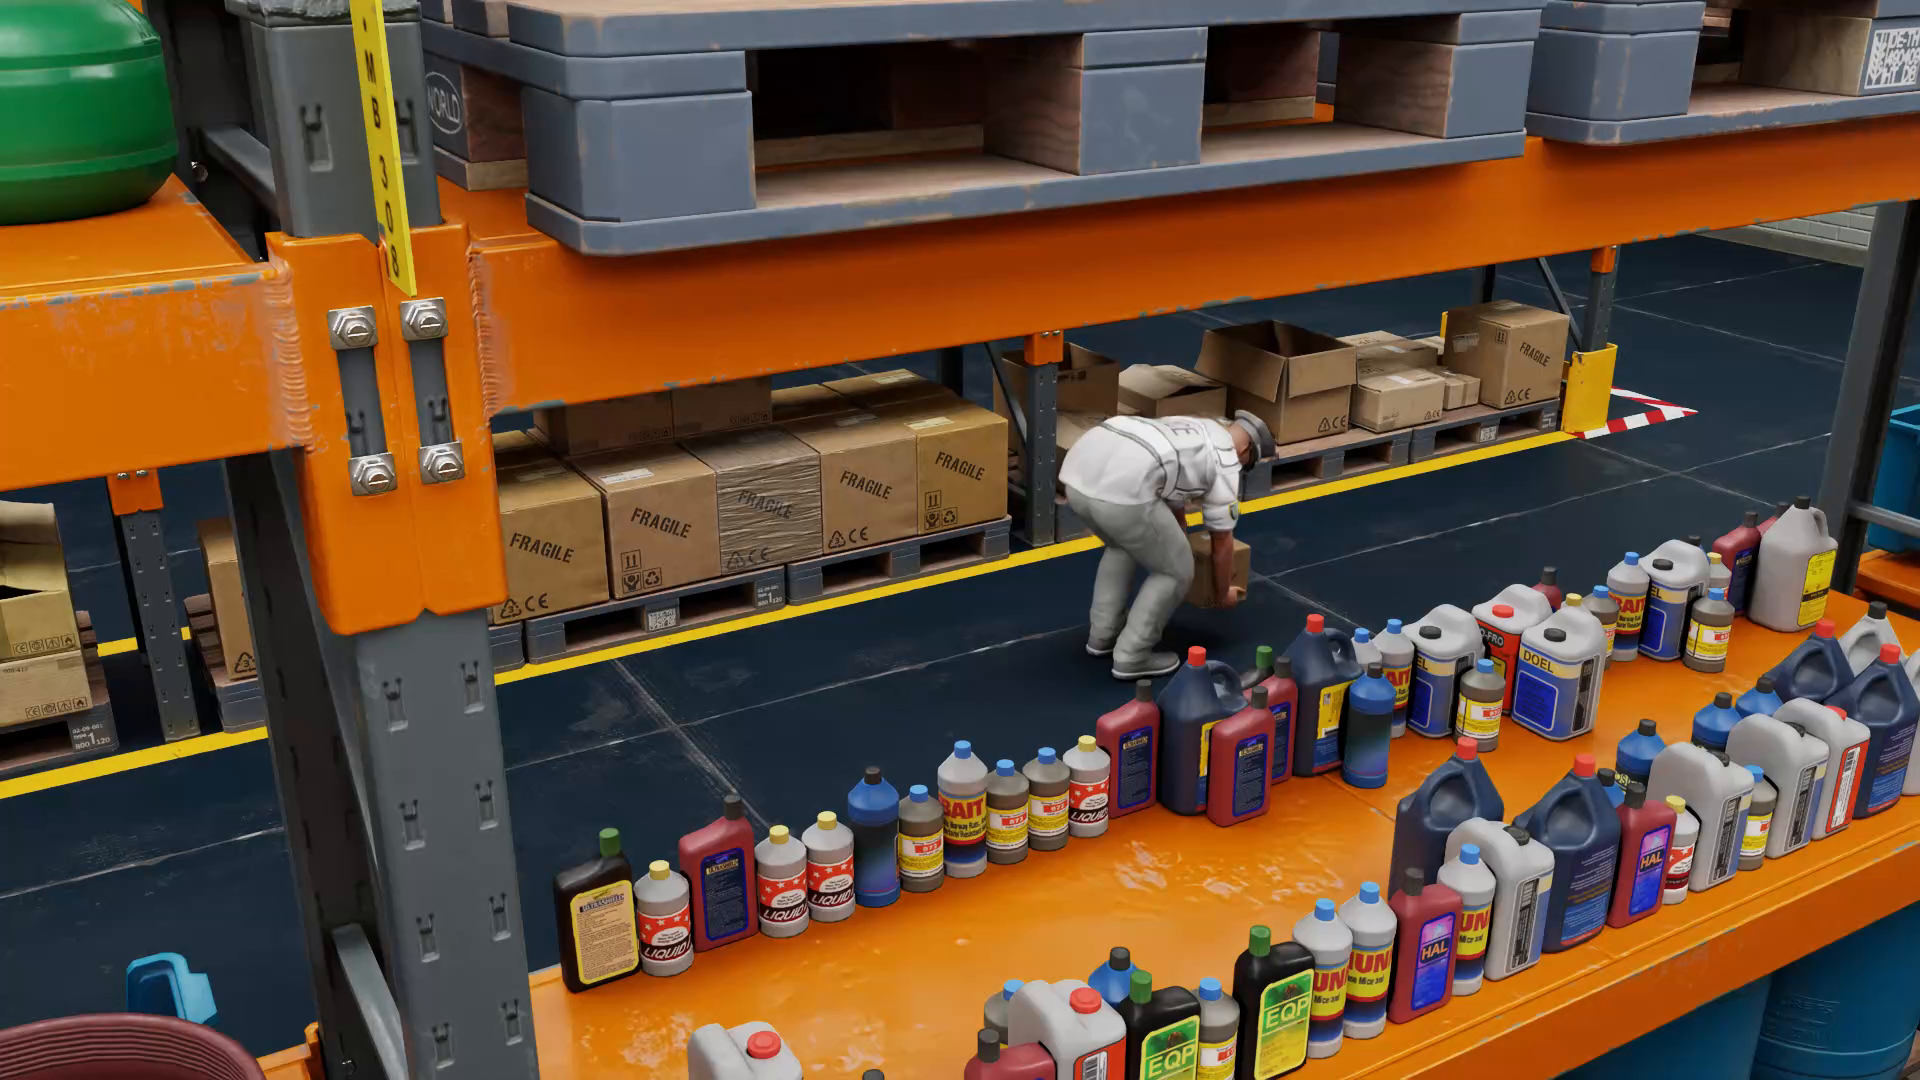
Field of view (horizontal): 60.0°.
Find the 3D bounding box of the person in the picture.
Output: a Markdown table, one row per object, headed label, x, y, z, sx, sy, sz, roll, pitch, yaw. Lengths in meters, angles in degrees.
| label | x | y | z | sx | sy | sz | roll | pitch | yaw |
| --- | --- | --- | --- | --- | --- | --- | --- | --- | --- |
| person | 0.902 | -0.026 | 7.057 | 1.043 | 1.081 | 0.499 | -13 | 25 | -30 |
